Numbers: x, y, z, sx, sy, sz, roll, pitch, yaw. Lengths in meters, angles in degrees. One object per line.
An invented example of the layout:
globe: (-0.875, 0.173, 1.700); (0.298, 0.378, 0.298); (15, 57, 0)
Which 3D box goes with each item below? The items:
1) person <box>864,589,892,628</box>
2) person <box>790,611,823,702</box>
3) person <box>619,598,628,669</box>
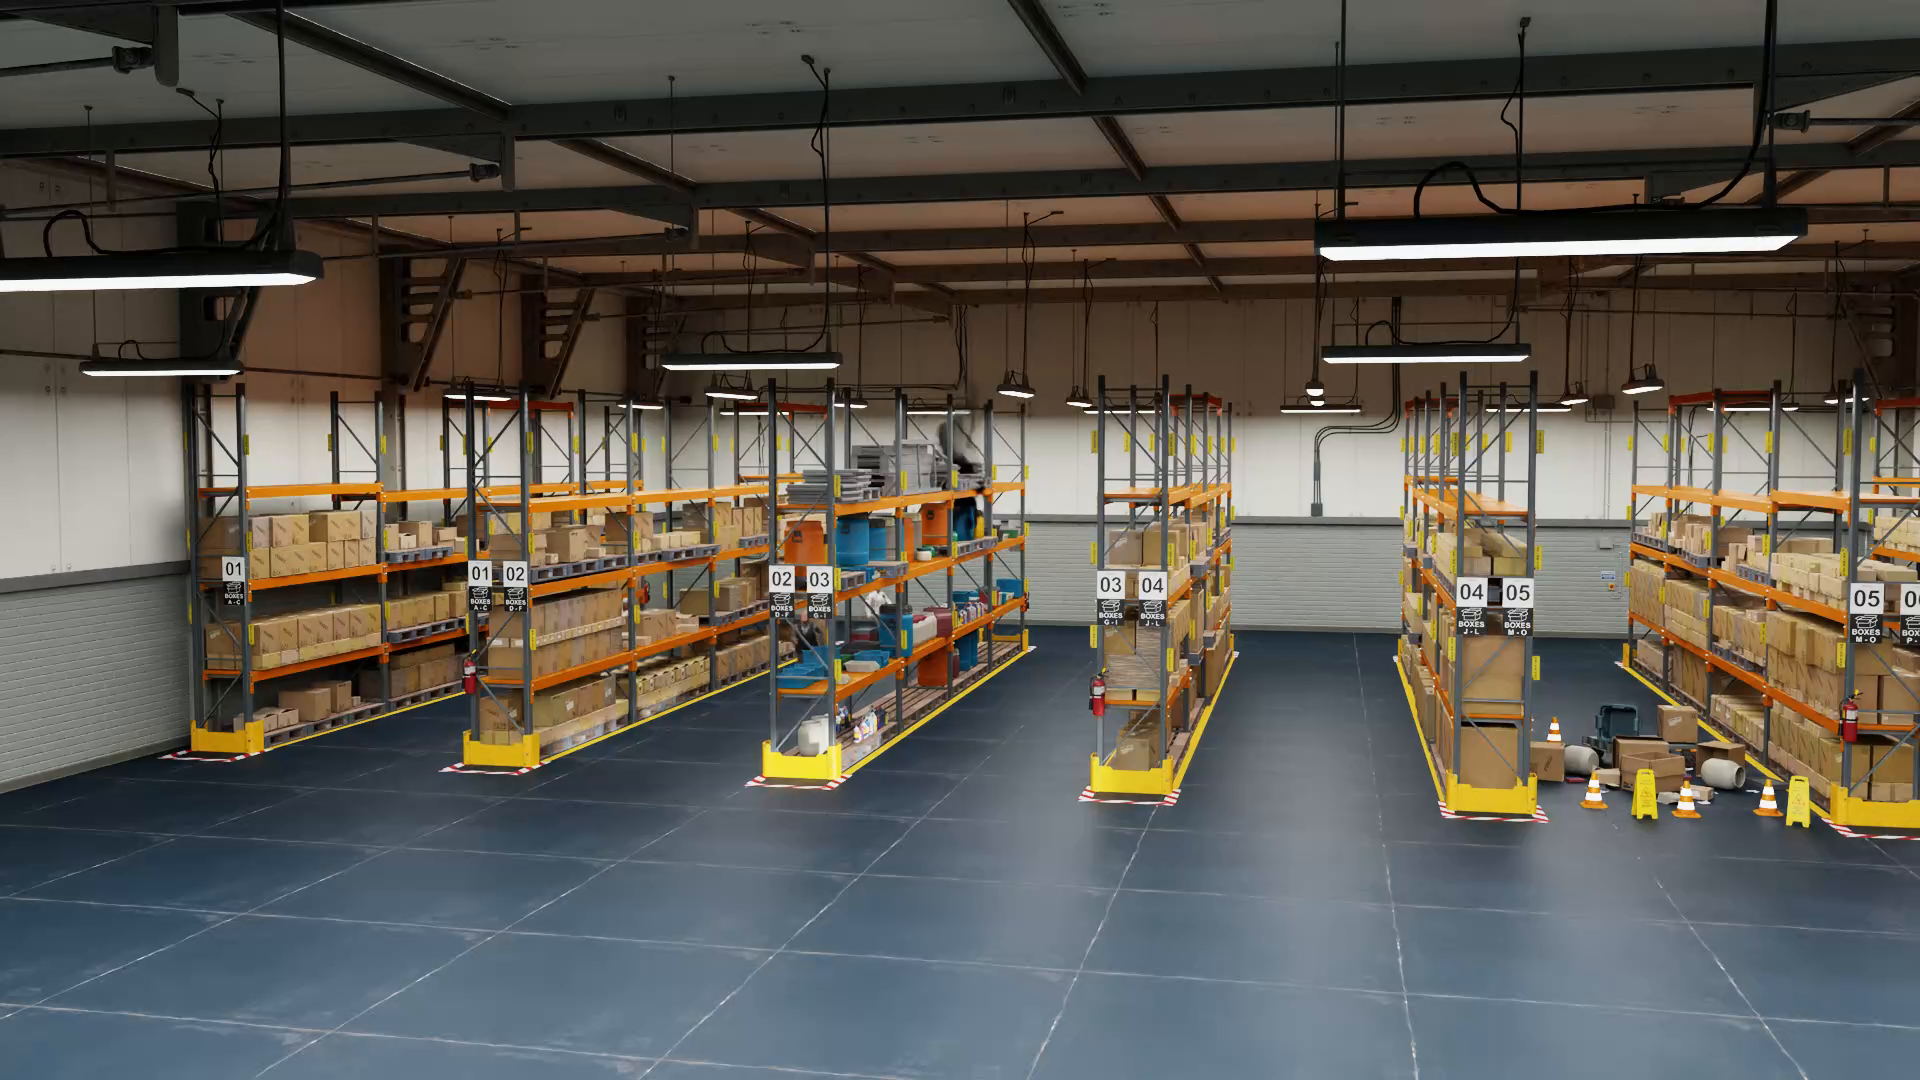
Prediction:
person: (-2.022, 1.828, 41.290); (0.726, 1.644, 0.525); (-1, 4, -25)
person: (-3.041, 2.258, 32.816); (0.610, 1.754, 0.889); (1, 3, 9)
person: (-7.235, 2.105, 36.221); (0.589, 1.696, 0.852); (0, 3, 5)
